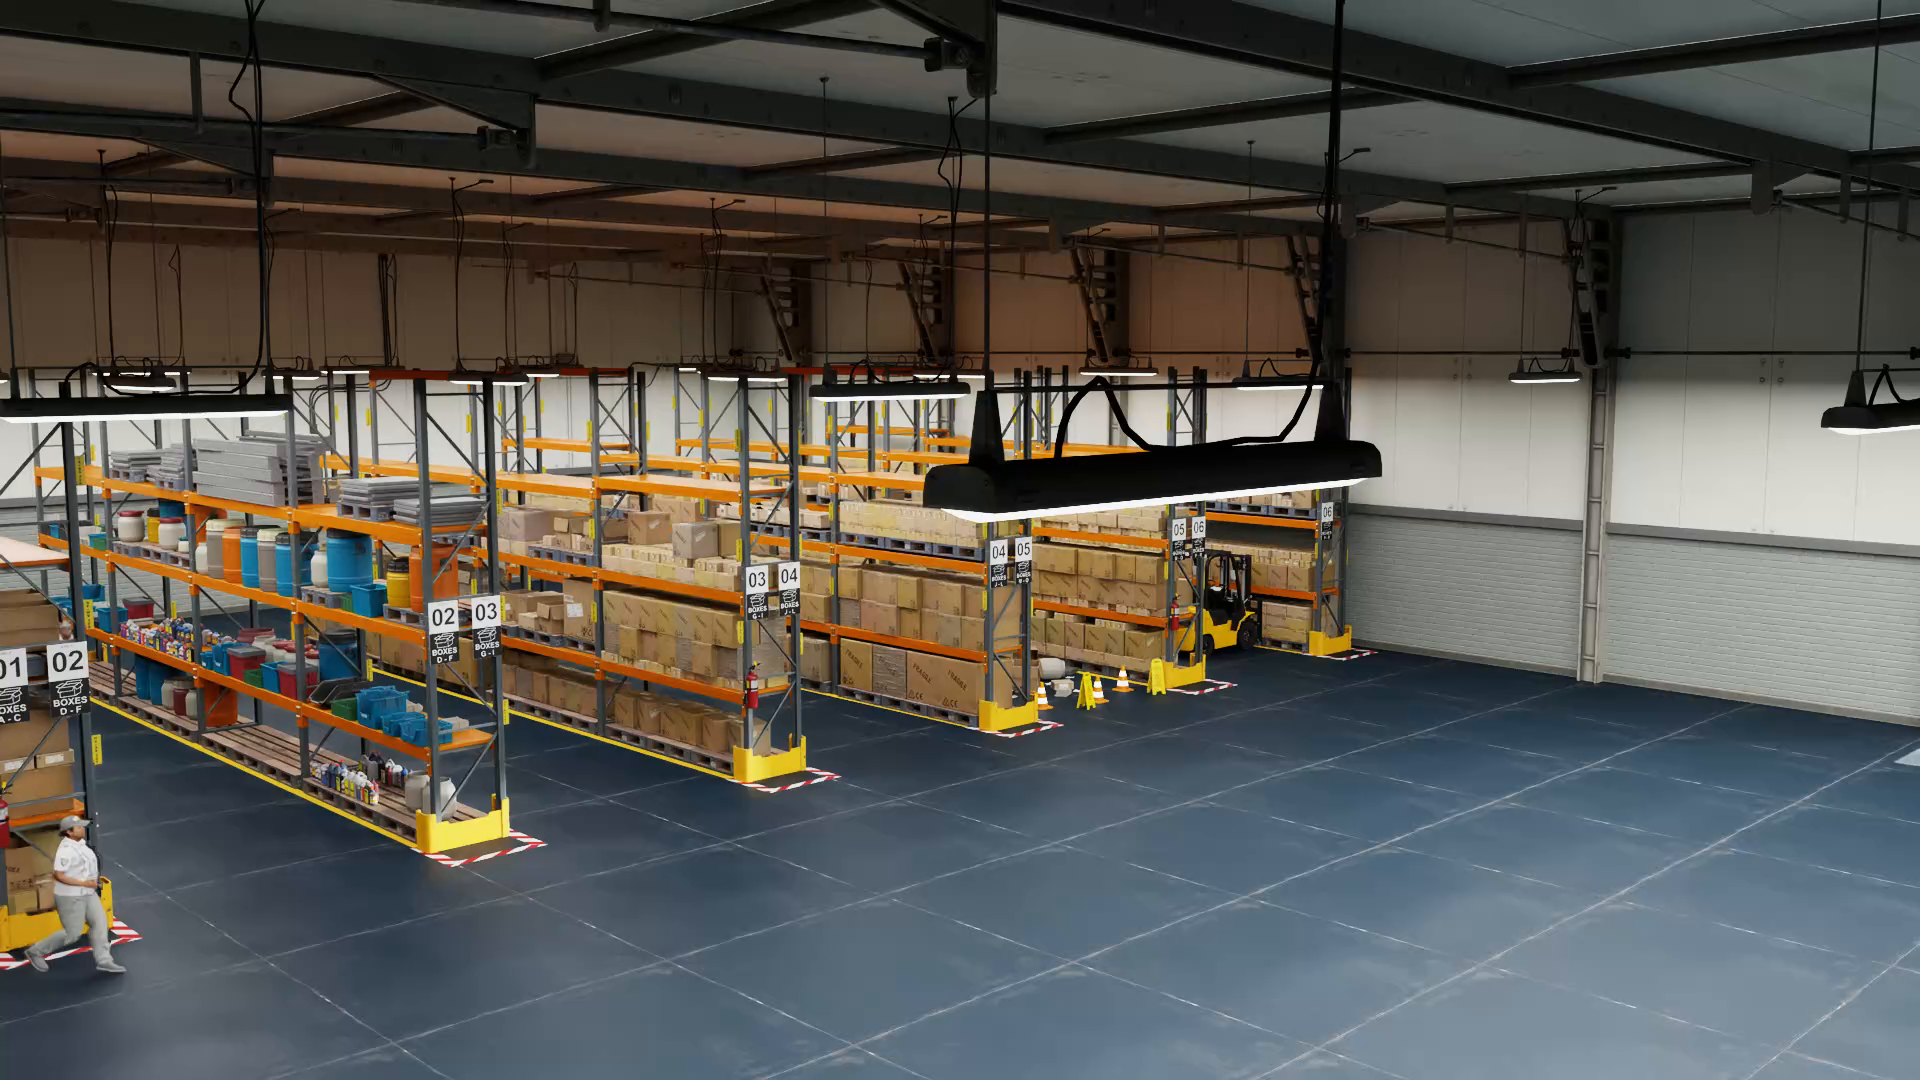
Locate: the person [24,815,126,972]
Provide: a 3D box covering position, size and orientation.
[{"bbox_3d":[-9.001,3.616,16.909,0.924,1.661,0.638,-1,7,-10],"label":"person"}]

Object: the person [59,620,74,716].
[{"bbox_3d":[-15.416,2.224,28.631,0.701,1.730,0.774,-5,8,-40],"label":"person"}]
